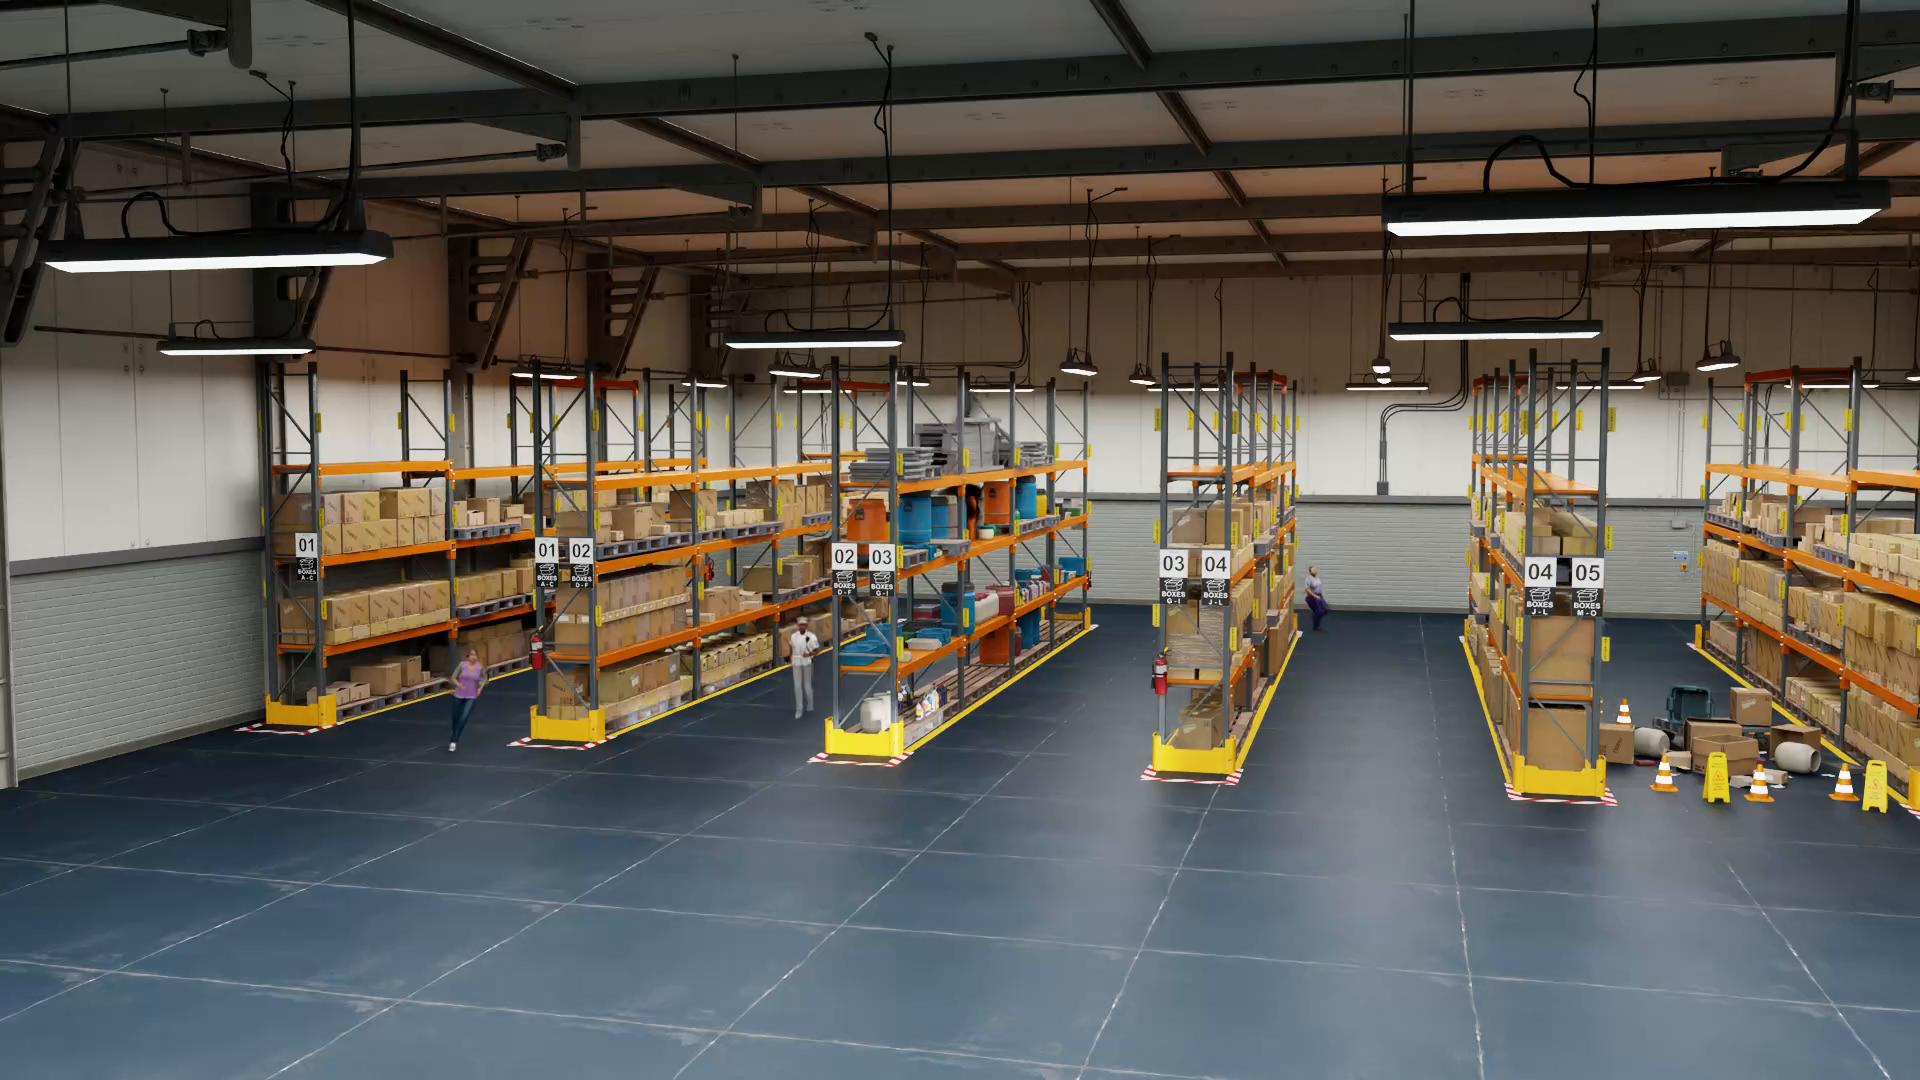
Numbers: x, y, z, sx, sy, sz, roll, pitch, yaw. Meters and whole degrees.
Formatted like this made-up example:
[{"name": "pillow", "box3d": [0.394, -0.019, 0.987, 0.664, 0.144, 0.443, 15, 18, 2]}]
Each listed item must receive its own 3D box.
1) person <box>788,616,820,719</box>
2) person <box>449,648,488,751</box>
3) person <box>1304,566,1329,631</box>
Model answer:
[{"name": "person", "box3d": [-2.678, 2.155, 28.452, 0.575, 1.724, 0.796, 0, 4, 5]}, {"name": "person", "box3d": [-7.600, 2.436, 25.701, 0.585, 1.530, 0.810, -1, 4, -13]}, {"name": "person", "box3d": [8.550, 1.412, 39.896, 0.639, 1.573, 0.527, -3, 5, -40]}]
